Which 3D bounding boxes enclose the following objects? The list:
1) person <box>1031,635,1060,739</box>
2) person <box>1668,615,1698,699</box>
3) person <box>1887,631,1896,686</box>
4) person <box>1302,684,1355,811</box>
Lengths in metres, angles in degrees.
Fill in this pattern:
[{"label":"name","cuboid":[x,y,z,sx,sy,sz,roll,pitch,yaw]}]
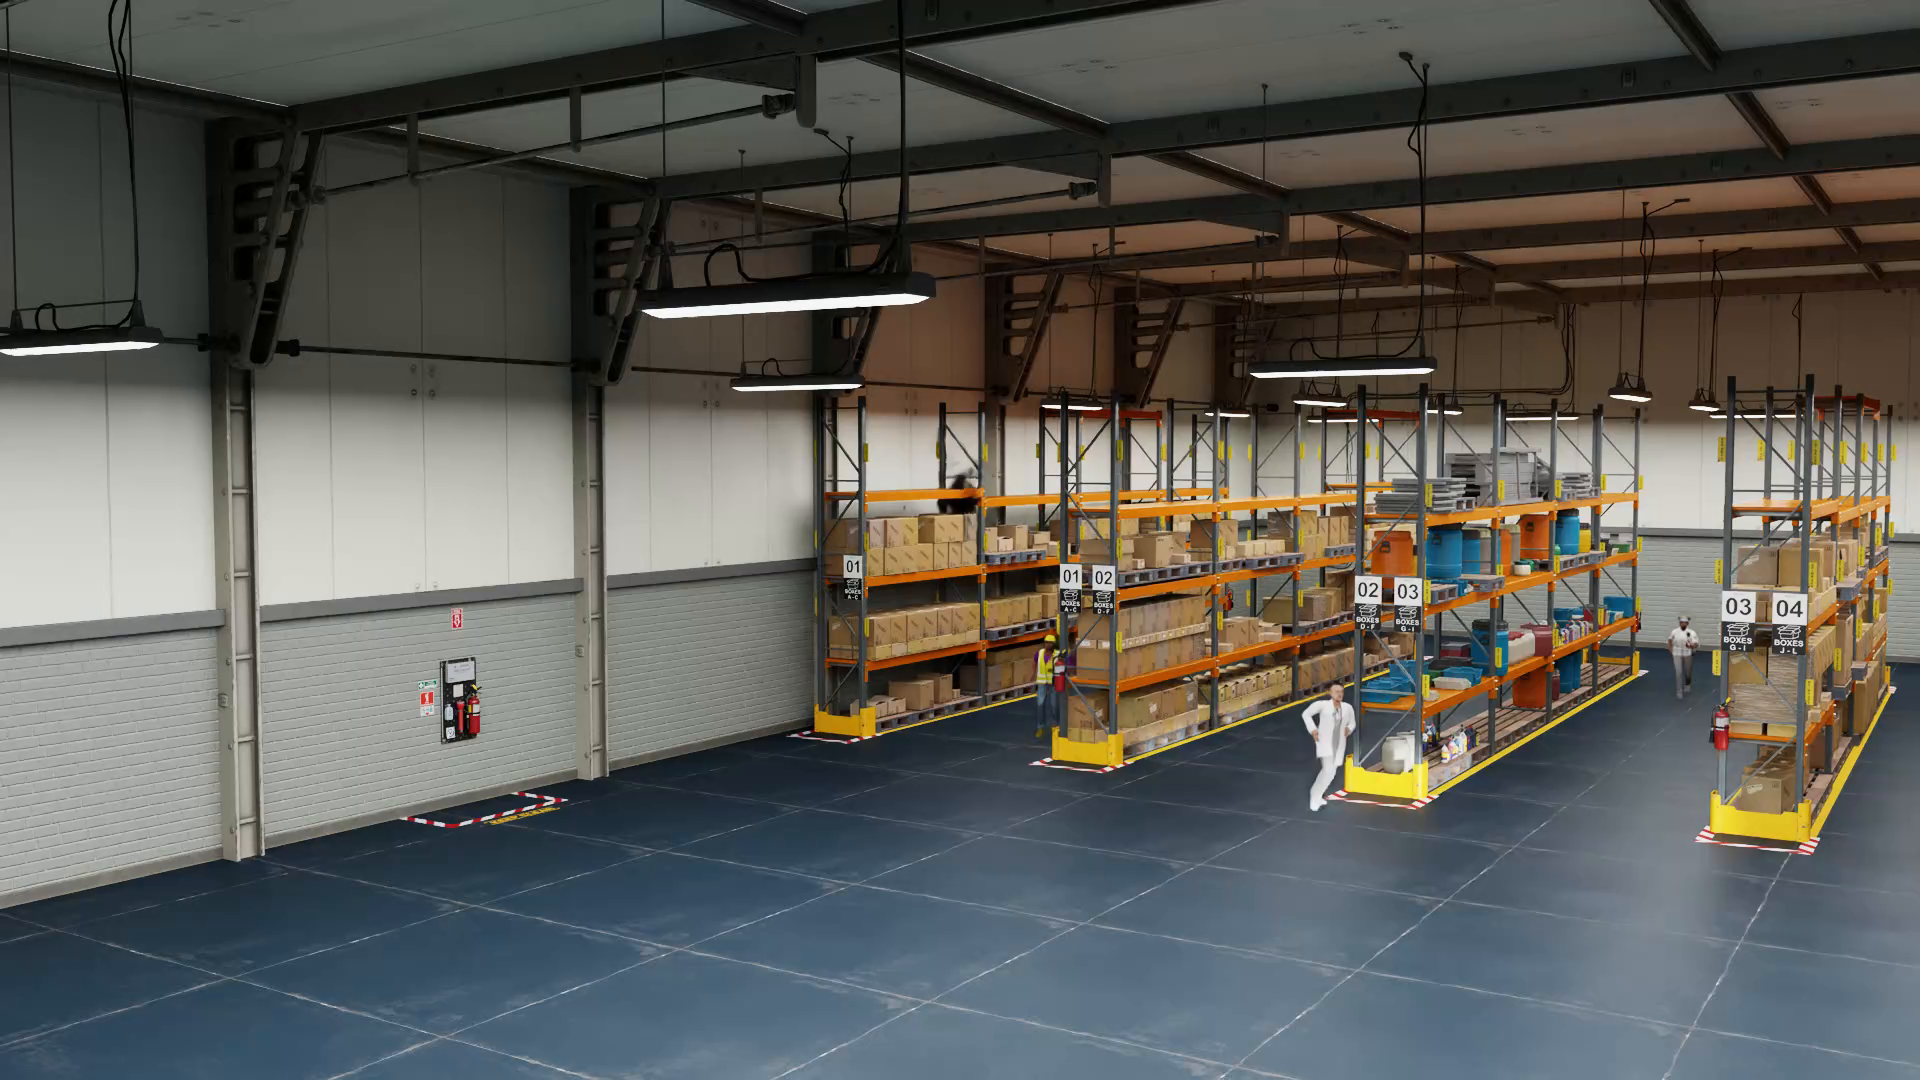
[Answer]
[{"label":"person","cuboid":[1.572,2.567,29.354,0.691,1.813,0.785,1,3,15]},{"label":"person","cuboid":[14.764,2.368,33.971,0.585,1.672,0.898,1,3,25]},{"label":"person","cuboid":[19.705,2.215,35.937,0.995,1.772,0.693,3,4,43]},{"label":"person","cuboid":[5.223,2.914,23.387,0.717,1.781,0.711,-1,3,-13]}]
